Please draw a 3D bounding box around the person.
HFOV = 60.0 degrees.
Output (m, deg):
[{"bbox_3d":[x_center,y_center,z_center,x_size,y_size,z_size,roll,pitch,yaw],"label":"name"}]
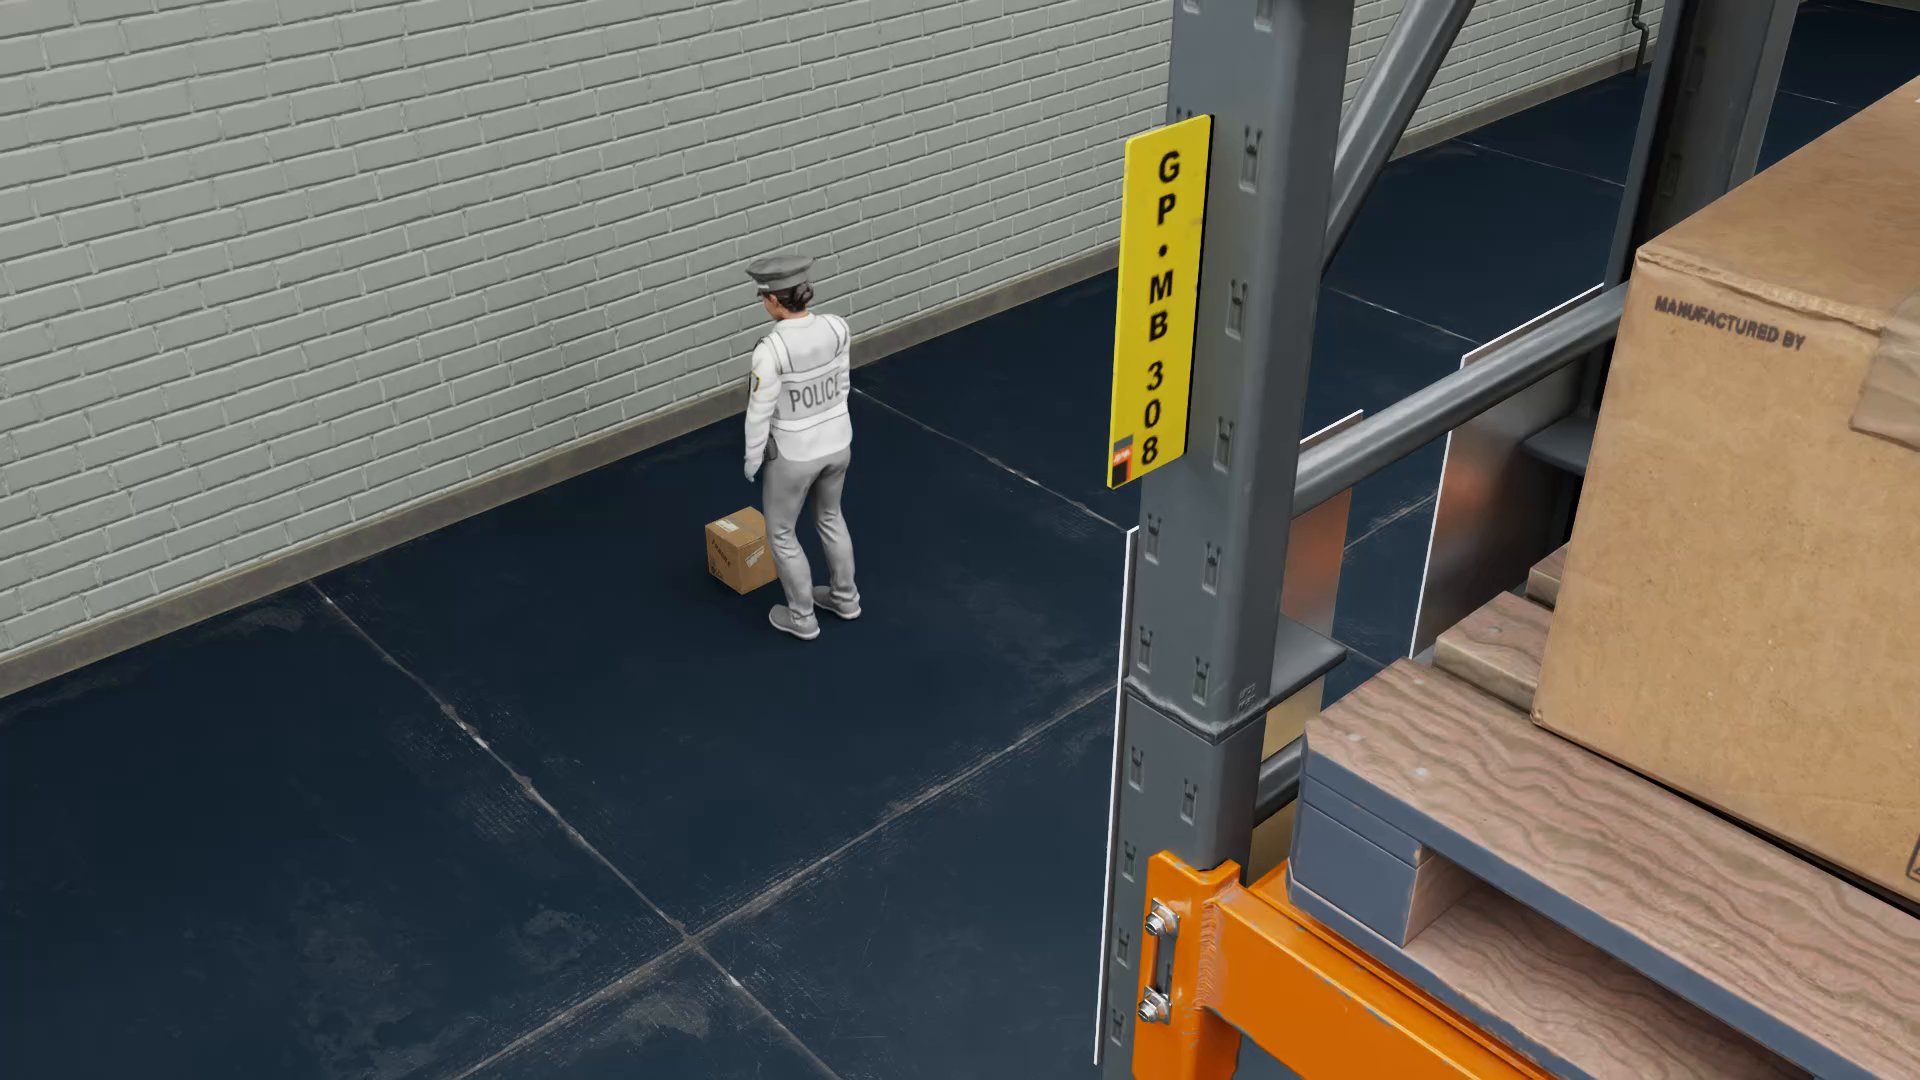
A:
[{"bbox_3d":[-0.649,-0.353,6.720,0.482,1.654,0.366,-25,40,-34],"label":"person"}]
